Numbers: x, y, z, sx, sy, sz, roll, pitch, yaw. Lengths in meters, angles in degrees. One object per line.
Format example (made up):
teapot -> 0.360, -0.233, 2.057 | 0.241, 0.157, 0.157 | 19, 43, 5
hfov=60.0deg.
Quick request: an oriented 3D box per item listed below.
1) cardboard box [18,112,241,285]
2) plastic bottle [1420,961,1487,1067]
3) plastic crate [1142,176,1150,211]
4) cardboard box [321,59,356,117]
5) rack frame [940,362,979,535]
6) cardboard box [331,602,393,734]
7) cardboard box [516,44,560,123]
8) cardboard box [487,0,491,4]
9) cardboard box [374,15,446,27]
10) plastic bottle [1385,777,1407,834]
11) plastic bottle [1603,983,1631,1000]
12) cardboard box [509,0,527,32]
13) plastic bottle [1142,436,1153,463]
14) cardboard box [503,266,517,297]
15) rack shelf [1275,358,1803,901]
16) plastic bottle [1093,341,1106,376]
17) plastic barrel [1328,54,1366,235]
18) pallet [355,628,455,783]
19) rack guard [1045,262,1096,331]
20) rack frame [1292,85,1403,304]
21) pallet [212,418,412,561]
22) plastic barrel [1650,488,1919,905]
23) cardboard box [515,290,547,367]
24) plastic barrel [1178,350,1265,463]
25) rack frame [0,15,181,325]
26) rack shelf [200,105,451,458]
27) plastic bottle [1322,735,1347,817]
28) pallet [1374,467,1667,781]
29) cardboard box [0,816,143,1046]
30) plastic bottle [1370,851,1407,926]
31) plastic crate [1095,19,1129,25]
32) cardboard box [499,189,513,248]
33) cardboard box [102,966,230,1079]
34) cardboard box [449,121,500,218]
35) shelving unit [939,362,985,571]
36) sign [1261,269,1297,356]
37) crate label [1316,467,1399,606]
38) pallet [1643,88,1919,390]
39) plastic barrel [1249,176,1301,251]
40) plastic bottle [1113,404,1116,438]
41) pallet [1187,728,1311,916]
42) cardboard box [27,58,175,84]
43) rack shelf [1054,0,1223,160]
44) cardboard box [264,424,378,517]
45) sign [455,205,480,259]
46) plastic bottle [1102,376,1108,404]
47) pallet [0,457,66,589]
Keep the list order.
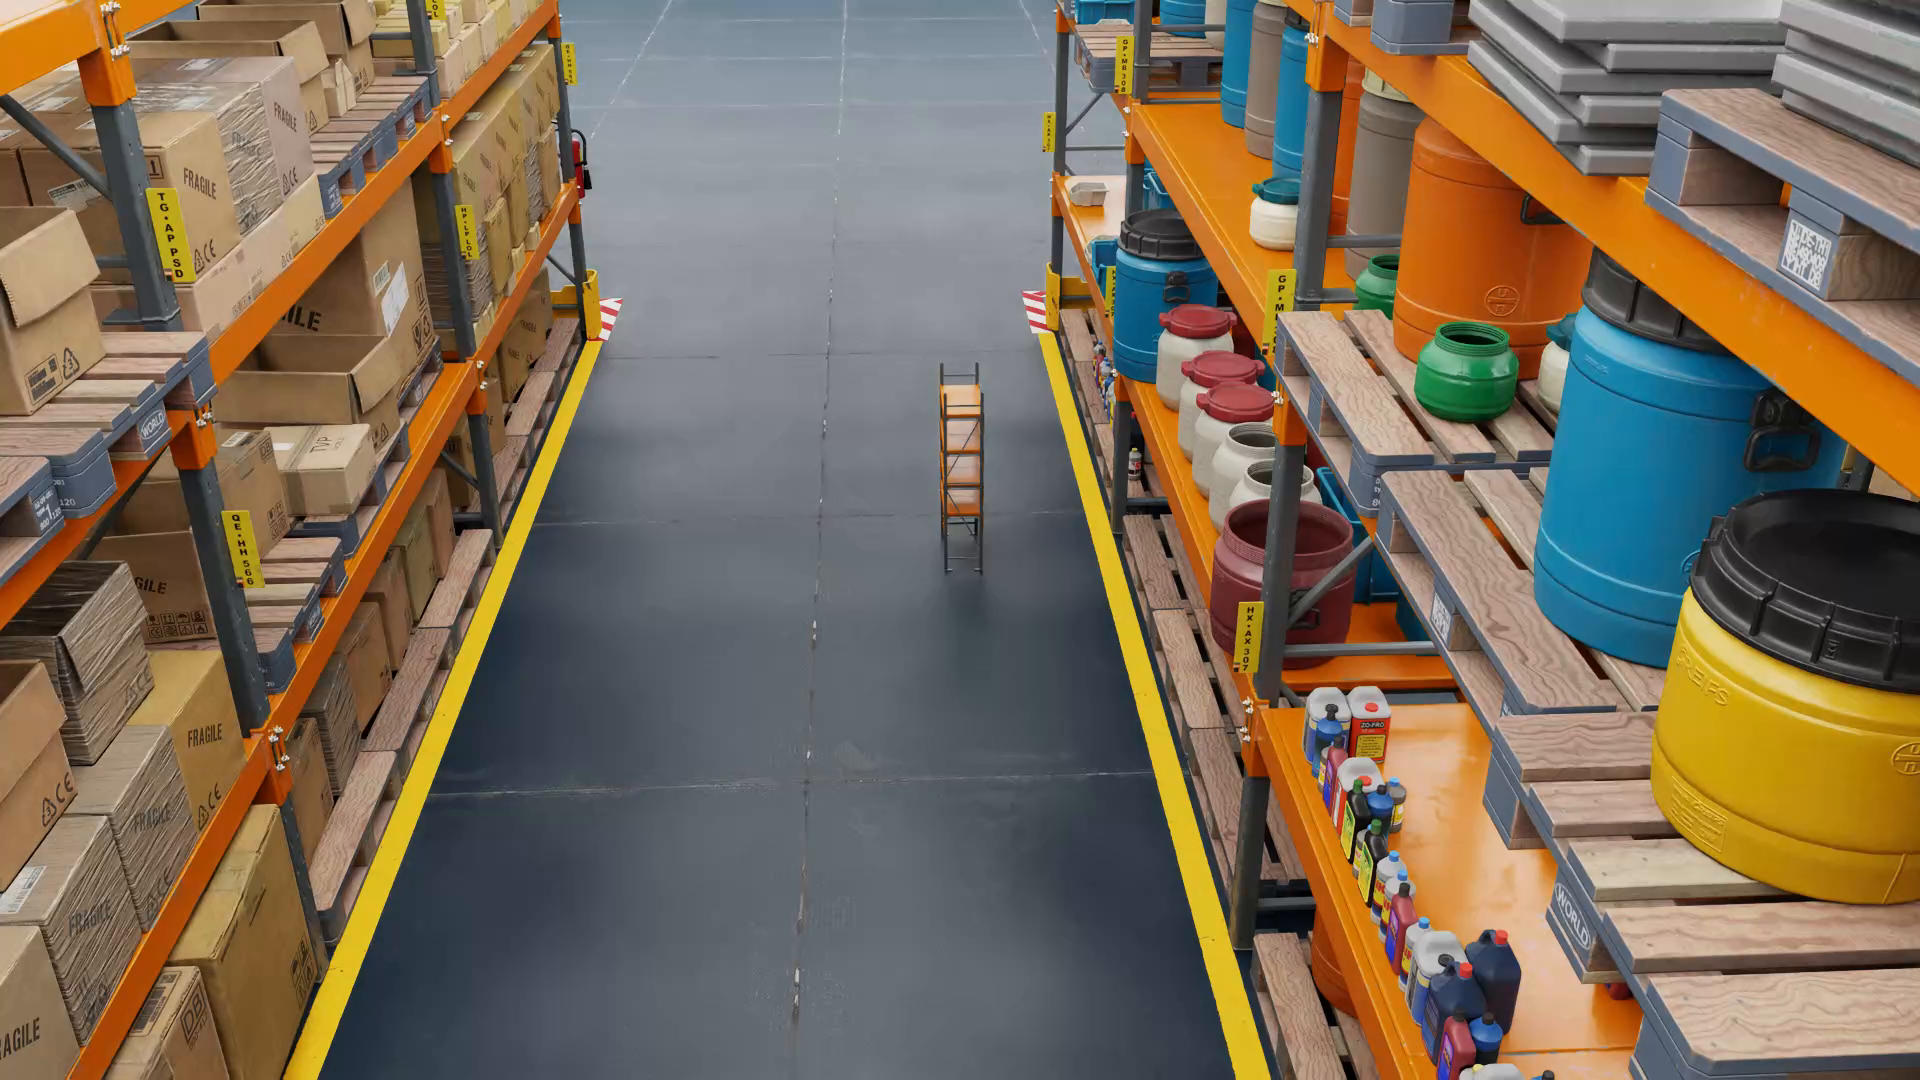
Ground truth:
cardboard box -> -3.013, -1.253, 6.079 | 0.500, 0.500, 0.500 | -1, 28, -2
plastic bottle -> 1.478, 1.390, 4.957 | 0.144, 0.351, 0.185 | -1, 28, -3
plastic crate -> 1.637, -2.658, 12.826 | 0.499, 0.251, 0.408 | -1, 28, -3
cardboard box -> -3.305, -2.306, 8.438 | 0.396, 0.266, 0.258 | 0, 28, -1
rack frame -> -0.004, -0.568, 10.604 | 0.240, 1.200, 0.015 | -1, 28, -3
cardboard box -> -3.378, 0.653, 8.545 | 0.700, 0.500, 0.500 | 1, 28, 2
cardboard box -> -3.387, -3.500, 12.769 | 0.500, 0.500, 0.500 | -1, 28, -3
cardboard box -> -3.316, -3.599, 10.956 | 0.380, 0.149, 0.250 | -1, 28, -1
cardboard box -> -3.245, -3.001, 9.809 | 0.380, 0.149, 0.250 | -3, 28, -5
plastic bottle -> 1.549, 0.944, 5.973 | 0.097, 0.201, 0.097 | 0, 28, 0
plastic bottle -> 2.074, 1.291, 5.219 | 0.061, 0.283, 0.133 | -1, 28, -3
cardboard box -> -3.337, -3.708, 11.597 | 0.500, 0.250, 0.500 | -1, 28, -2
plastic bottle -> 1.315, -0.716, 11.329 | 0.144, 0.351, 0.185 | -1, 28, -3
cardboard box -> -3.200, -1.739, 11.174 | 0.380, 0.149, 0.250 | -1, 28, -3
rack shelf -> 1.806, 0.359, 4.415 | 1.077, 0.370, 4.000 | -1, 28, -3
plastic bottle -> 1.067, -1.389, 12.706 | 0.097, 0.271, 0.097 | 0, 28, 0
plastic barrel -> 1.841, -1.761, 7.236 | 0.600, 0.830, 0.708 | -1, 28, -3
pallet -> -3.345, 0.879, 8.898 | 1.003, 0.211, 1.213 | -1, 28, -3
rack guard -> 1.334, -2.106, 14.310 | 1.175, 0.500, 0.348 | -1, 28, -3
rack frame -> 1.701, -2.214, 5.326 | 1.000, 3.000, 0.127 | -1, 28, -3
pallet -> -3.389, -0.262, 8.279 | 1.003, 0.211, 1.213 | -1, 28, -3
plastic barrel -> 1.660, 0.277, 3.136 | 0.600, 0.588, 0.600 | 0, 28, 0
cardboard box -> -3.581, -1.643, 12.967 | 0.500, 0.500, 0.500 | 6, 28, 11
plastic barrel -> 1.362, -0.675, 8.717 | 0.433, 0.535, 0.433 | 0, 28, 0
rack frame -> -3.245, -2.094, 5.096 | 1.000, 3.000, 0.127 | -1, 28, -3
rack shelf -> -3.349, -1.369, 7.727 | 1.077, 0.370, 4.000 | -1, 28, -3
plastic bottle -> 1.373, 0.858, 6.049 | 0.061, 0.283, 0.133 | -1, 28, -3
pallet -> 1.709, 0.164, 4.215 | 1.003, 0.211, 1.213 | -1, 28, -3
cardboard box -> -2.921, 1.213, 5.134 | 0.500, 0.500, 0.500 | -2, 28, -4
plastic bottle -> 1.423, 1.147, 5.509 | 0.097, 0.271, 0.097 | 0, 28, 0
plastic crate -> 1.005, -3.346, 11.025 | 0.243, 0.136, 0.396 | -1, 28, -3
cardboard box -> -3.533, -2.127, 11.217 | 0.875, 0.500, 0.500 | -1, 28, -3
cardboard box -> -3.191, 2.053, 5.476 | 1.225, 0.875, 0.875 | -1, 28, -2
cardboard box -> -3.251, -2.346, 10.555 | 0.500, 0.500, 0.500 | -1, 28, -3
shelving unit -> 0.009, -0.456, 10.388 | 0.258, 1.200, 0.503 | -1, 28, -3
sign -> 1.152, -0.821, 6.012 | 0.100, 0.325, 0.005 | -1, 28, -3
crate label -> 1.919, -0.035, 7.597 | 0.502, 0.435, 0.616 | -1, 28, -3
pallet -> 1.836, -0.487, 2.651 | 1.003, 0.211, 1.213 | -1, 28, -3
plastic barrel -> 1.402, -1.404, 7.167 | 0.301, 0.262, 0.301 | 0, 28, 0
plastic bottle -> 1.111, -0.845, 11.650 | 0.061, 0.283, 0.133 | 0, 28, 1
pallet -> 1.700, 1.324, 8.046 | 1.003, 0.211, 1.213 | -1, 28, -3
cardboard box -> -3.568, -1.710, 6.955 | 0.500, 0.500, 0.500 | -1, 28, -2
rack shelf -> 1.388, -3.336, 11.498 | 1.077, 0.370, 4.000 | -1, 28, -3
cardboard box -> -3.103, -0.333, 7.916 | 0.500, 0.250, 0.500 | -2, 28, -4
sign -> -2.900, -1.810, 9.787 | 0.100, 0.325, 0.005 | -1, 28, -3
plastic bottle -> 1.095, -1.108, 12.242 | 0.097, 0.201, 0.097 | 0, 28, 0
pallet -> -3.097, 0.132, 4.276 | 1.003, 0.211, 1.213 | 0, 28, 0
